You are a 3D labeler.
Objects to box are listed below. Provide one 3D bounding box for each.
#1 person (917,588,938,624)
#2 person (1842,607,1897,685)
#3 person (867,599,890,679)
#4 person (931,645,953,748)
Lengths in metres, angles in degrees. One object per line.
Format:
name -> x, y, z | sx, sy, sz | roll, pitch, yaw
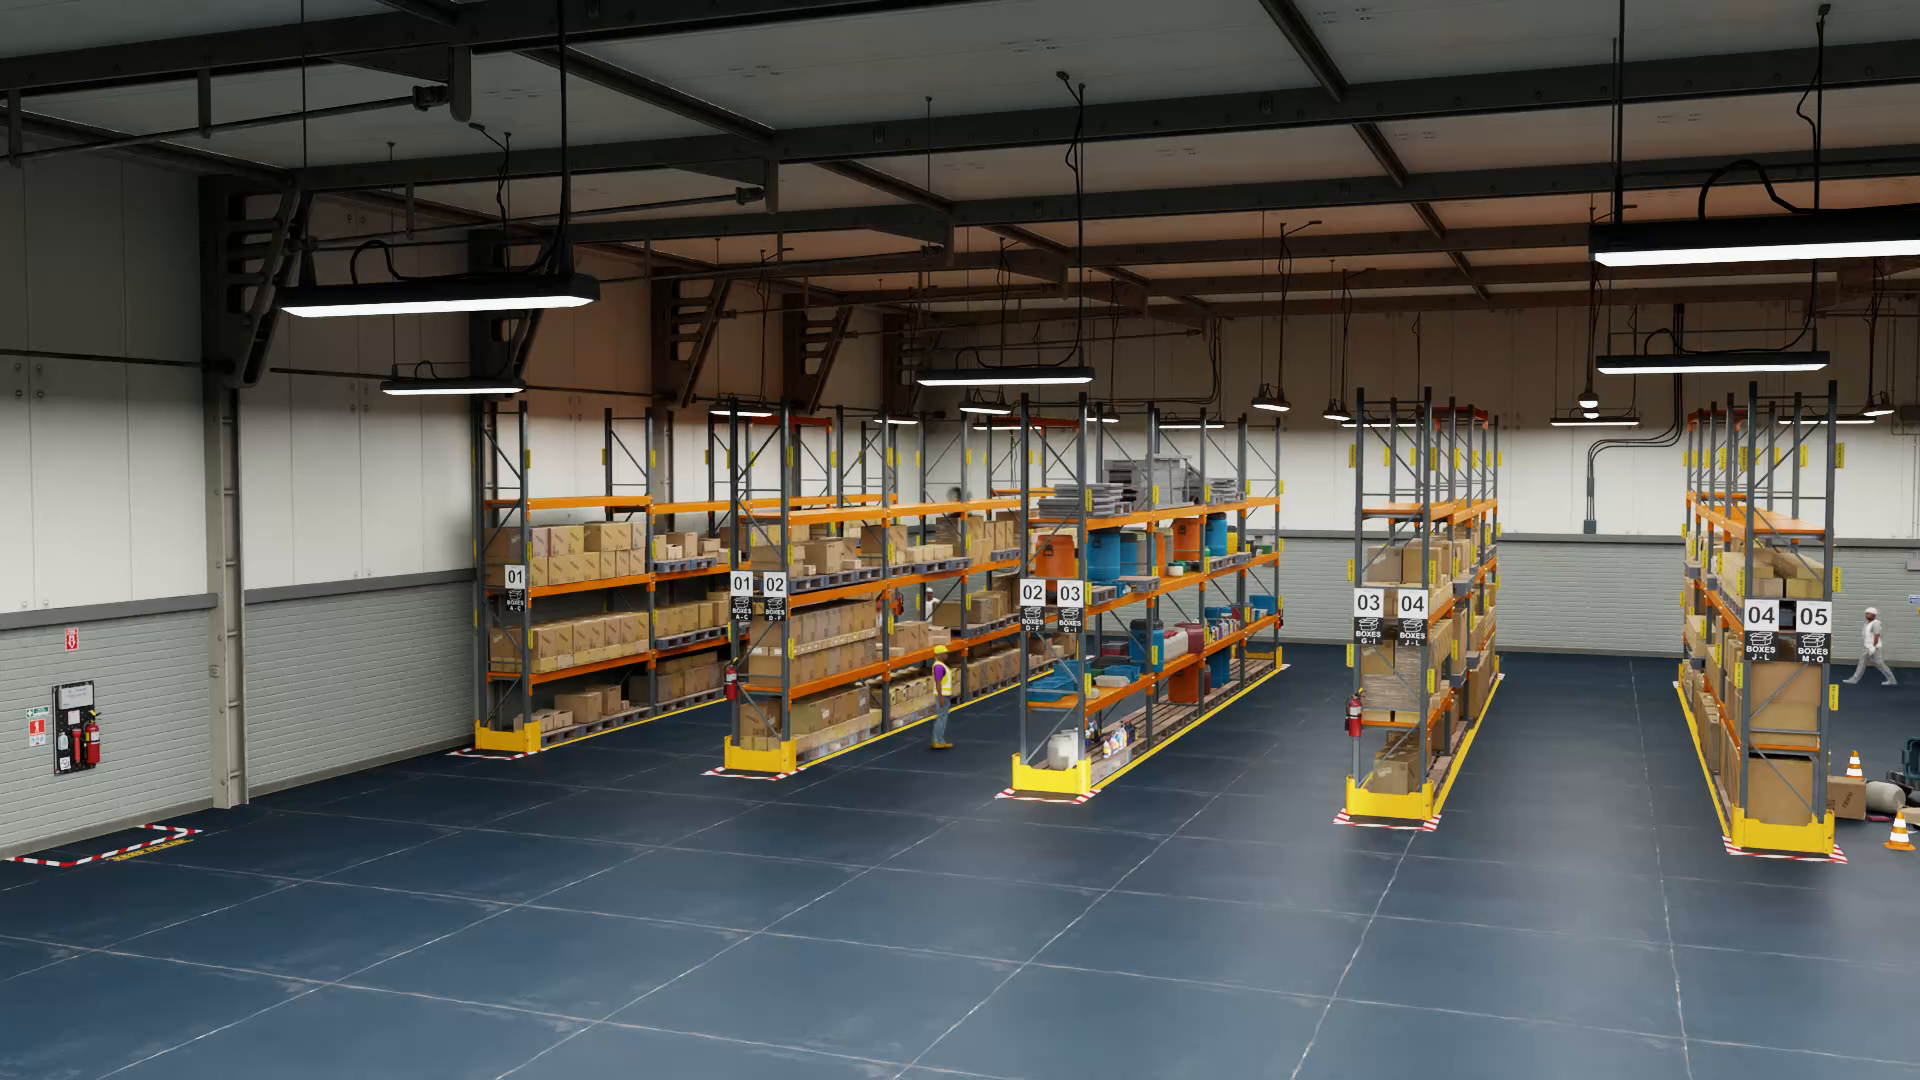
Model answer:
person -> -0.808, 2.072, 42.233 | 0.585, 1.719, 1.003 | 1, 3, 12
person -> 20.058, 2.338, 36.655 | 1.058, 1.724, 0.631 | 1, 3, 24
person -> -1.866, 2.259, 38.271 | 0.644, 1.798, 0.776 | 1, 3, 15
person -> -0.317, 2.709, 28.809 | 0.385, 1.775, 0.698 | 0, 3, 2
